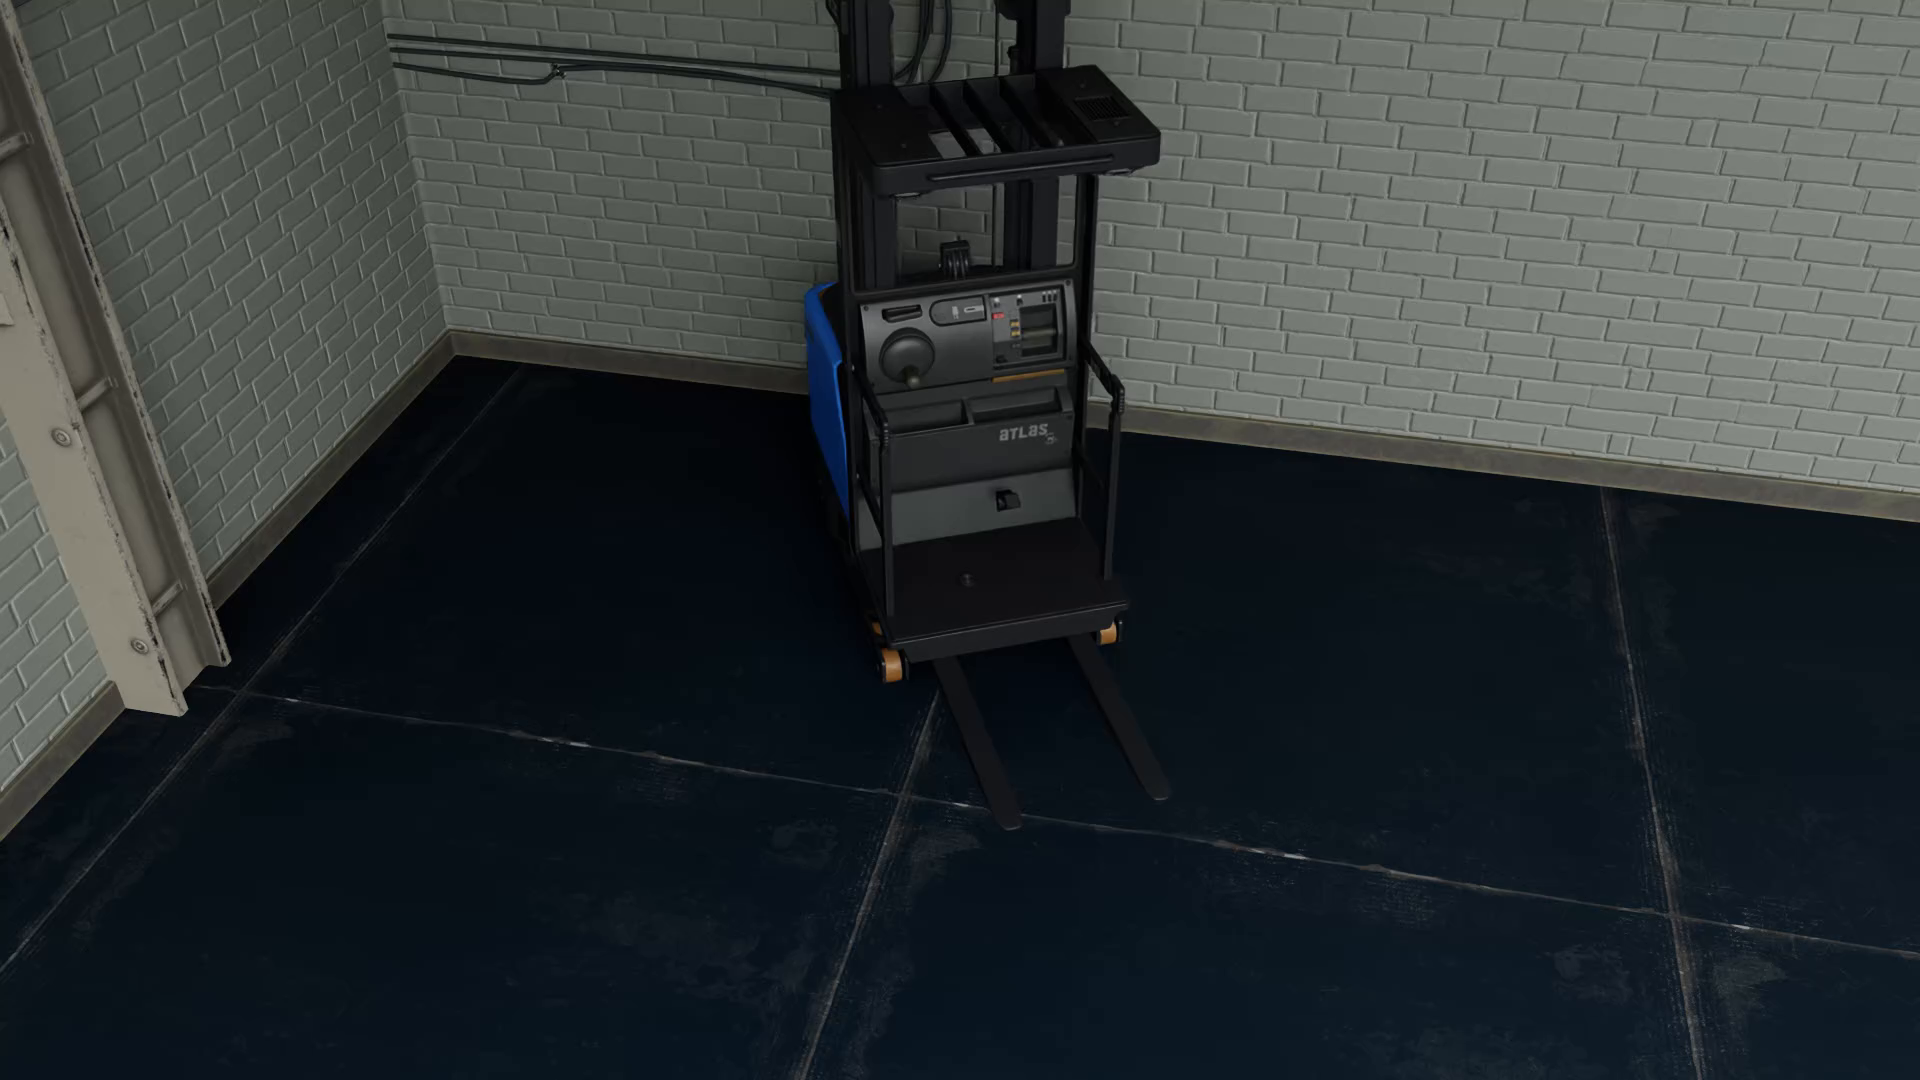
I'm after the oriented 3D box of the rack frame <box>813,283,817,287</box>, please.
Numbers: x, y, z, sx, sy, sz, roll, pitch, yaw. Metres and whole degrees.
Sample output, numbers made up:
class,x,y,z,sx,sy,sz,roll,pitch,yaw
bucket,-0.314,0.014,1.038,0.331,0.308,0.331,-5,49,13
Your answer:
class,x,y,z,sx,sy,sz,roll,pitch,yaw
rack frame,-0.636,-0.942,8.783,0.240,0.900,0.006,5,36,7

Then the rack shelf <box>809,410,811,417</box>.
class,x,y,z,sx,sy,sz,roll,pitch,yaw
rack shelf,-0.652,-0.710,8.827,0.258,0.077,0.200,5,36,7

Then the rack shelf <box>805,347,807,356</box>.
class,x,y,z,sx,sy,sz,roll,pitch,yaw
rack shelf,-0.652,-1.002,8.615,0.258,0.077,0.200,5,36,7

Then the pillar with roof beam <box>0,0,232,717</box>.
class,x,y,z,sx,sy,sz,roll,pitch,yaw
pillar with roof beam,0.729,-2.473,3.994,9.100,9.000,0.400,7,37,10

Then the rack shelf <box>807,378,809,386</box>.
class,x,y,z,sx,sy,sz,roll,pitch,yaw
rack shelf,-0.652,-0.856,8.721,0.258,0.077,0.200,5,36,7

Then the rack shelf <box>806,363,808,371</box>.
class,x,y,z,sx,sy,sz,roll,pitch,yaw
rack shelf,-0.652,-0.929,8.668,0.258,0.077,0.200,5,36,7

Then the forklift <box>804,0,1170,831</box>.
class,x,y,z,sx,sy,sz,roll,pitch,yaw
forklift,0.100,-0.808,6.868,1.130,2.935,3.031,-9,37,-12

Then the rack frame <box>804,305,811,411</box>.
class,x,y,z,sx,sy,sz,roll,pitch,yaw
rack frame,-0.667,-0.824,8.620,0.240,0.900,0.006,5,36,7

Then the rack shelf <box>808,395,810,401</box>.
class,x,y,z,sx,sy,sz,roll,pitch,yaw
rack shelf,-0.652,-0.783,8.774,0.258,0.077,0.200,5,36,7

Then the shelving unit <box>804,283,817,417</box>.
class,x,y,z,sx,sy,sz,roll,pitch,yaw
shelving unit,-0.652,-0.883,8.702,0.258,0.900,0.210,5,36,7

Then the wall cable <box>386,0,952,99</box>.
class,x,y,z,sx,sy,sz,roll,pitch,yaw
wall cable,-1.556,-3.278,7.751,3.097,2.526,0.112,7,37,10
